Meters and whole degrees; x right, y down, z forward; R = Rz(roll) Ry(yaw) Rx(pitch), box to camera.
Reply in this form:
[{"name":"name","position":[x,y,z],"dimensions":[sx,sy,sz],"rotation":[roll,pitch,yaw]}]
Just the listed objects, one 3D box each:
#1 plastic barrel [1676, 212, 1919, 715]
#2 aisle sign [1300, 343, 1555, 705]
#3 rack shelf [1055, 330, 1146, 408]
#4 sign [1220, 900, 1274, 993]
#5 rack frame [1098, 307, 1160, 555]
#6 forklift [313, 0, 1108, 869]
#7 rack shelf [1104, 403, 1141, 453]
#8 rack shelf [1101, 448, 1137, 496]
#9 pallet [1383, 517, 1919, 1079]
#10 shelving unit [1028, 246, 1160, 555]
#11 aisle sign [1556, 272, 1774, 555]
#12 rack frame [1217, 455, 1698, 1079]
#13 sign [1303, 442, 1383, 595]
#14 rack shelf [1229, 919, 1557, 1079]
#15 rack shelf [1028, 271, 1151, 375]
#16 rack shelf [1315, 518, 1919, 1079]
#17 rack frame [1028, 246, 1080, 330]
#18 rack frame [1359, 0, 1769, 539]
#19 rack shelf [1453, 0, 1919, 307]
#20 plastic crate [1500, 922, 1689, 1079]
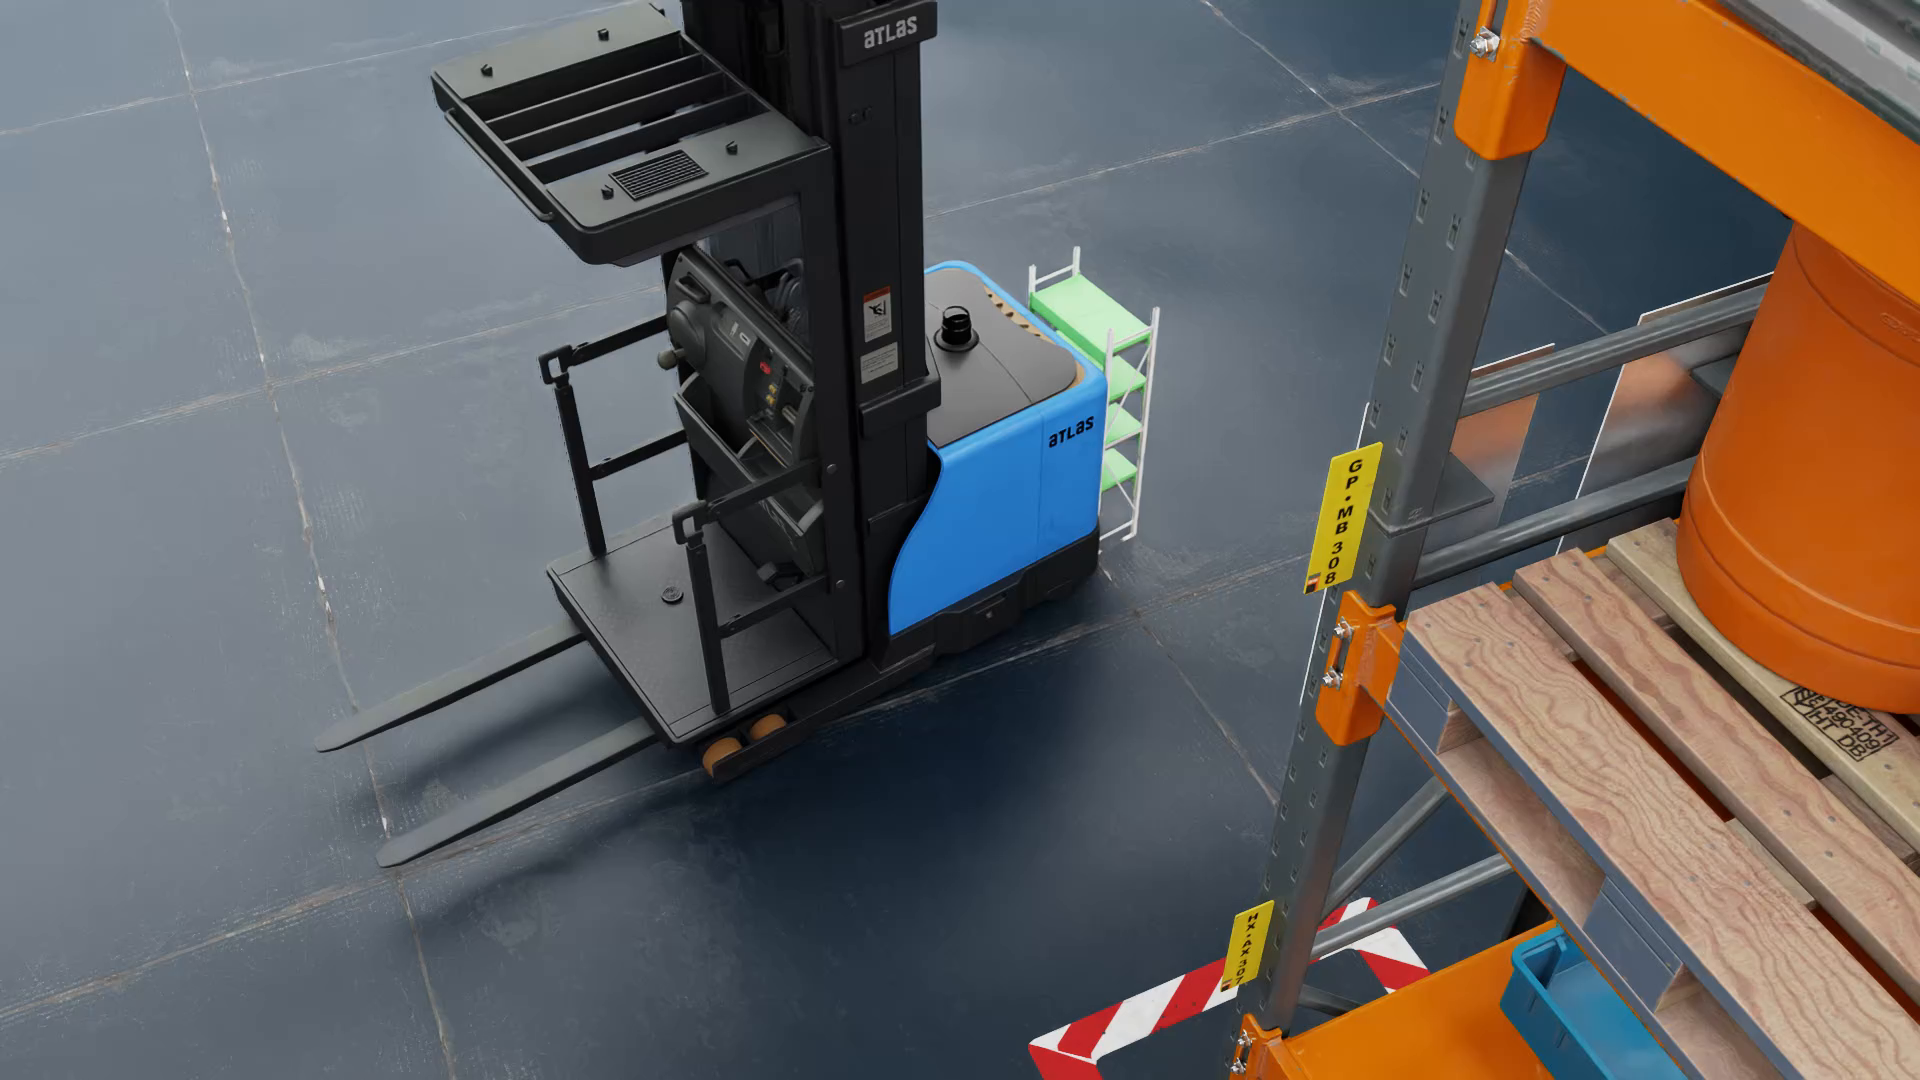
[{"name":"plastic barrel","position":[1.481,-0.220,2.465],"dimensions":[0.600,0.830,0.708],"rotation":[-18,47,-17]},{"name":"aisle sign","position":[0.865,-0.007,3.139],"dimensions":[0.394,0.787,0.004],"rotation":[-18,47,-17]},{"name":"rack shelf","position":[0.513,-0.670,6.693],"dimensions":[0.258,0.148,0.480],"rotation":[-26,50,-24]},{"name":"sign","position":[0.660,0.939,3.834],"dimensions":[0.100,0.325,0.005],"rotation":[-18,47,-17]},{"name":"rack frame","position":[0.654,-0.404,6.674],"dimensions":[0.240,1.200,0.015],"rotation":[-26,50,-24]},{"name":"forklift","position":[-0.927,-0.569,5.608],"dimensions":[3.031,2.935,1.130],"rotation":[-26,50,-24]},{"name":"rack shelf","position":[0.513,-0.499,6.861],"dimensions":[0.258,0.148,0.480],"rotation":[-26,50,-24]},{"name":"rack shelf","position":[0.513,-0.328,7.030],"dimensions":[0.258,0.148,0.480],"rotation":[-26,50,-24]},{"name":"pallet","position":[1.420,0.434,2.542],"dimensions":[1.003,0.211,1.213],"rotation":[-18,47,-17]},{"name":"shelving unit","position":[0.513,-0.545,6.816],"dimensions":[0.258,1.200,0.503],"rotation":[-26,50,-24]},{"name":"aisle sign","position":[1.401,-0.181,3.315],"dimensions":[0.394,0.787,0.004],"rotation":[-18,47,-17]},{"name":"rack frame","position":[1.161,0.878,4.093],"dimensions":[1.000,3.000,0.127],"rotation":[-18,47,-17]},{"name":"sign","position":[0.660,-0.033,2.875],"dimensions":[0.100,0.325,0.005],"rotation":[-18,47,-17]},{"name":"rack shelf","position":[2.002,2.409,3.054],"dimensions":[1.077,0.370,4.000],"rotation":[-18,47,-17]},{"name":"rack shelf","position":[0.514,-0.841,6.524],"dimensions":[0.258,0.148,0.480],"rotation":[-26,50,-24]},{"name":"rack shelf","position":[2.002,1.341,2.001],"dimensions":[1.077,0.370,4.000],"rotation":[-18,47,-17]},{"name":"rack frame","position":[0.373,-0.685,6.958],"dimensions":[0.240,1.200,0.015],"rotation":[-26,50,-24]},{"name":"rack frame","position":[1.161,-1.257,1.986],"dimensions":[1.000,3.000,0.127],"rotation":[-18,47,-17]},{"name":"rack shelf","position":[2.002,0.416,1.088],"dimensions":[1.077,0.370,4.000],"rotation":[-18,47,-17]},{"name":"plastic crate","position":[1.643,1.162,3.912],"dimensions":[0.499,0.251,0.616],"rotation":[-18,47,-17]}]
